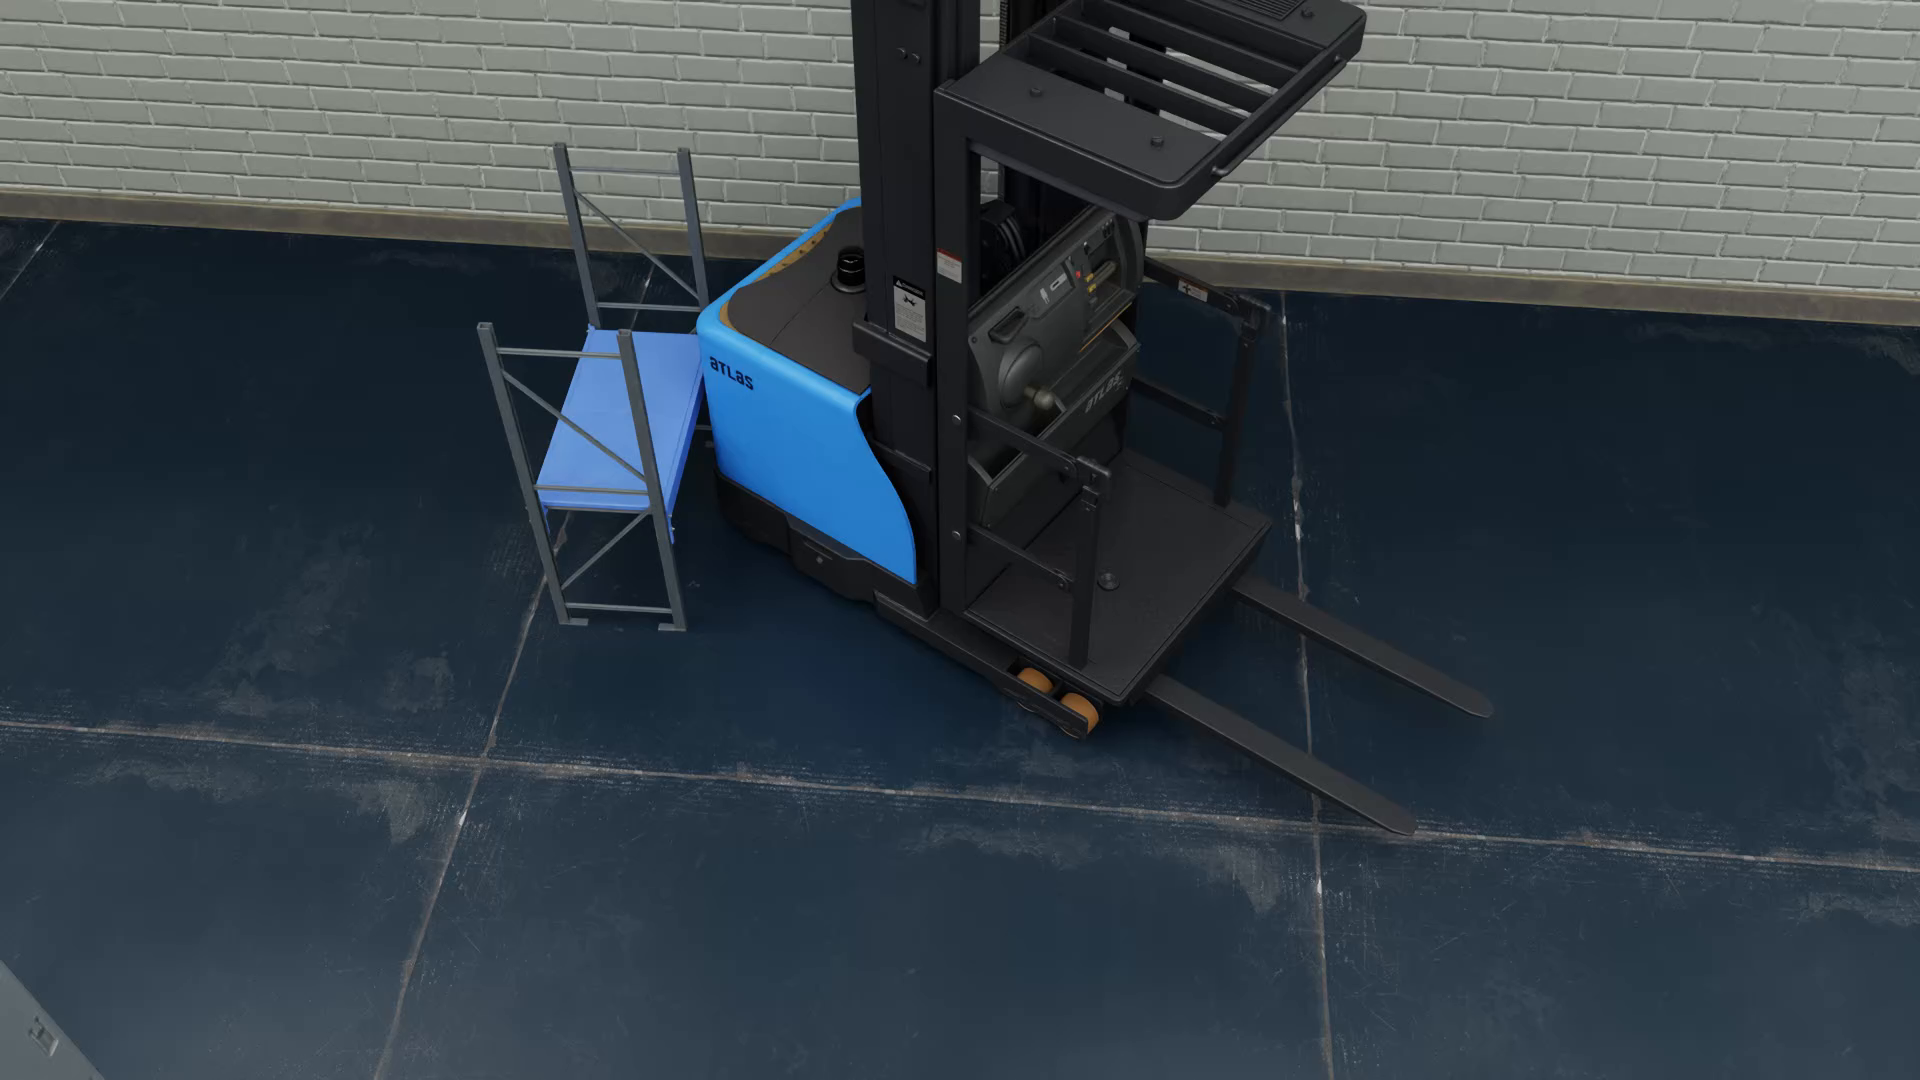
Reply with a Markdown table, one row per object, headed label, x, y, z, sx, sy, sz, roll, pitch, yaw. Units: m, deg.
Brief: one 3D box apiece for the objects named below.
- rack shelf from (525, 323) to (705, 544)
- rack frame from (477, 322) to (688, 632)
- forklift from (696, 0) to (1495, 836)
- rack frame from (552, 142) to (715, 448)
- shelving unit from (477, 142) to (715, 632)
| label | x | y | z | sx | sy | sz | roll | pitch | yaw |
| --- | --- | --- | --- | --- | --- | --- | --- | --- | --- |
| rack shelf | -1.272 | -0.427 | 6.394 | 0.538 | 0.185 | 1.000 | 3 | 48 | 3 |
| rack frame | -1.310 | -0.175 | 5.919 | 0.500 | 1.500 | 0.032 | 3 | 48 | 3 |
| forklift | 0.498 | -0.714 | 5.442 | 3.031 | 2.935 | 1.130 | 29 | 54 | 24 |
| rack frame | -1.234 | -0.923 | 6.603 | 0.500 | 1.500 | 0.032 | 3 | 48 | 3 |
| shelving unit | -1.272 | -0.549 | 6.261 | 0.538 | 1.500 | 1.048 | 3 | 48 | 3 |
